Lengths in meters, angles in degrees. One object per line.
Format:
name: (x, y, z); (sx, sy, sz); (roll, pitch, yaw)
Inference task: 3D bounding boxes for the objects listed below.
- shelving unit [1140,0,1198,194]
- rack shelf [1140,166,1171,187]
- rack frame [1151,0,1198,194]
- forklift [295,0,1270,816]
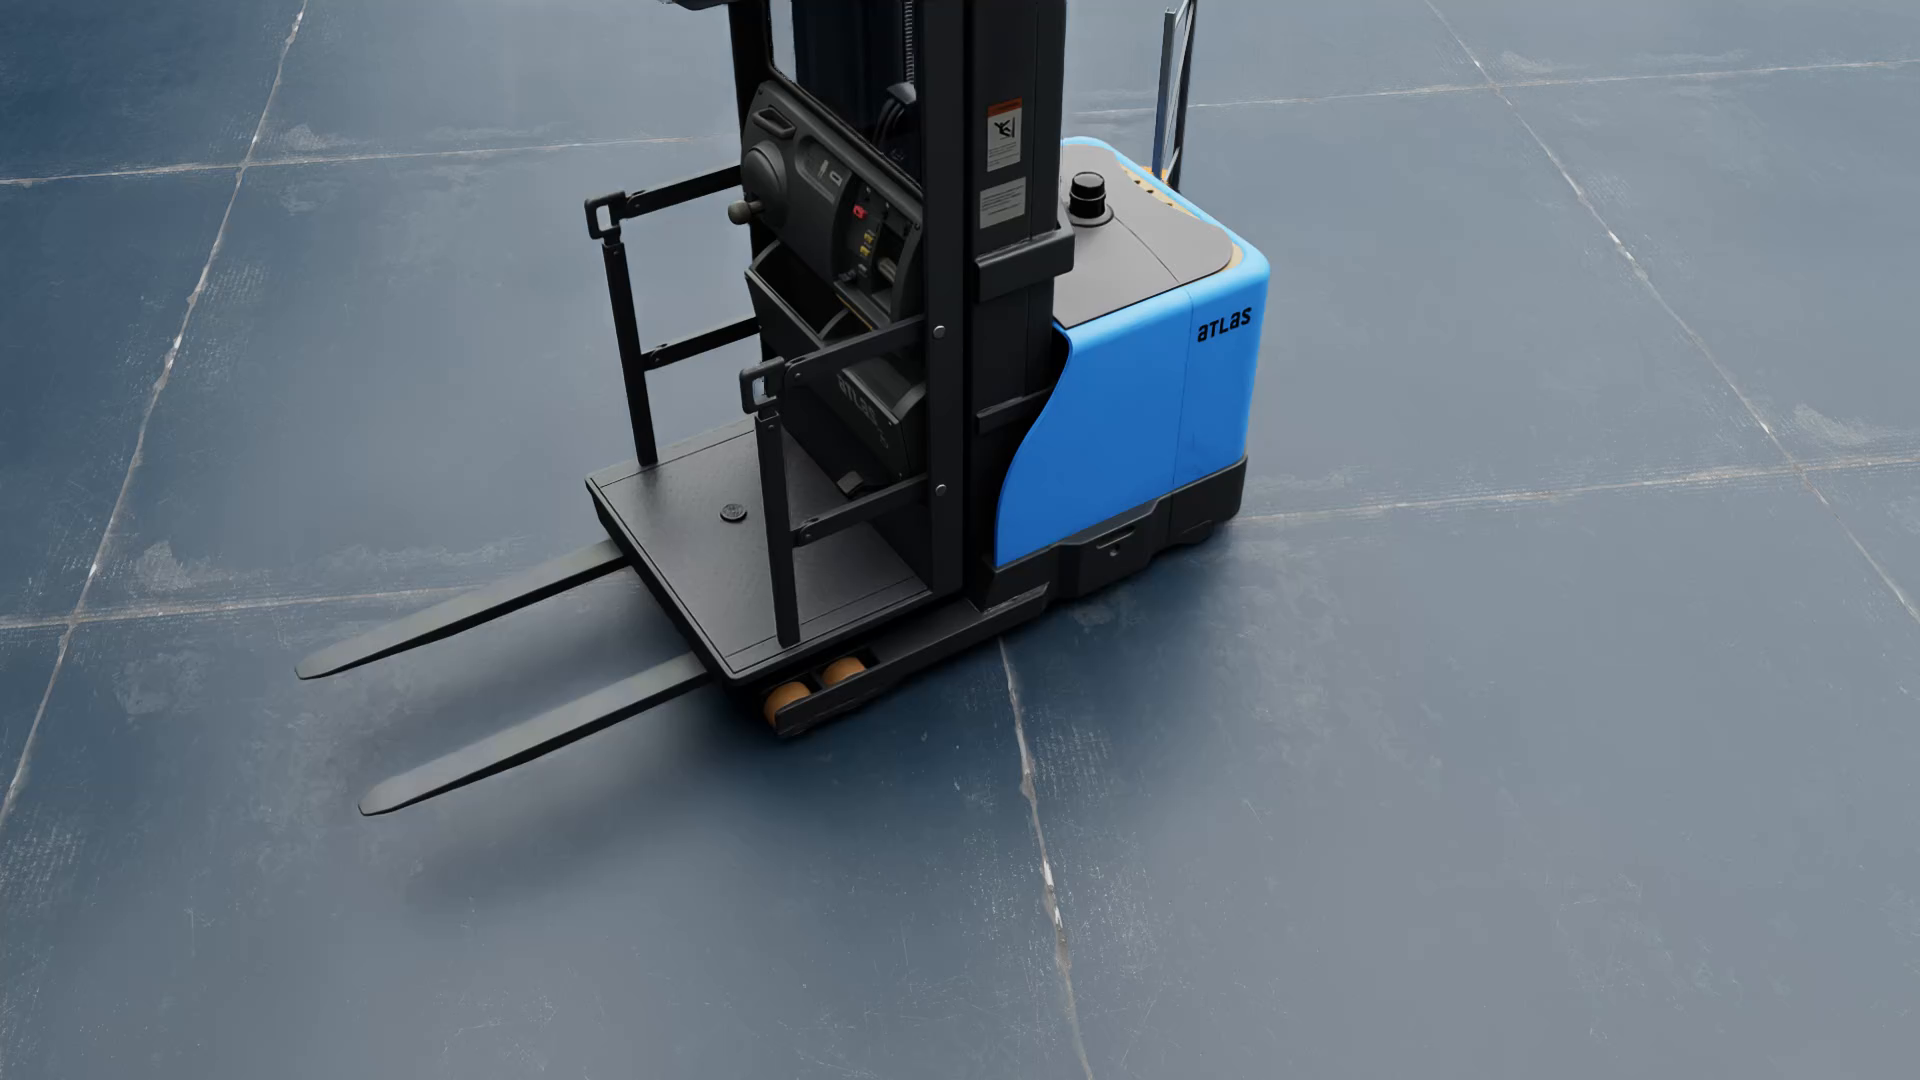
shelving unit: (0.277, -1.416, 6.200); (1.083, 1.500, 0.587); (11, 43, 12)
rack shelf: (0.268, -1.284, 6.322); (1.000, 0.185, 0.538); (11, 43, 12)
rack frame: (0.755, -1.319, 6.092); (0.032, 1.500, 0.500); (11, 43, 12)
forklift: (-0.543, -0.896, 4.555); (3.031, 2.935, 1.130); (-23, 47, -23)
